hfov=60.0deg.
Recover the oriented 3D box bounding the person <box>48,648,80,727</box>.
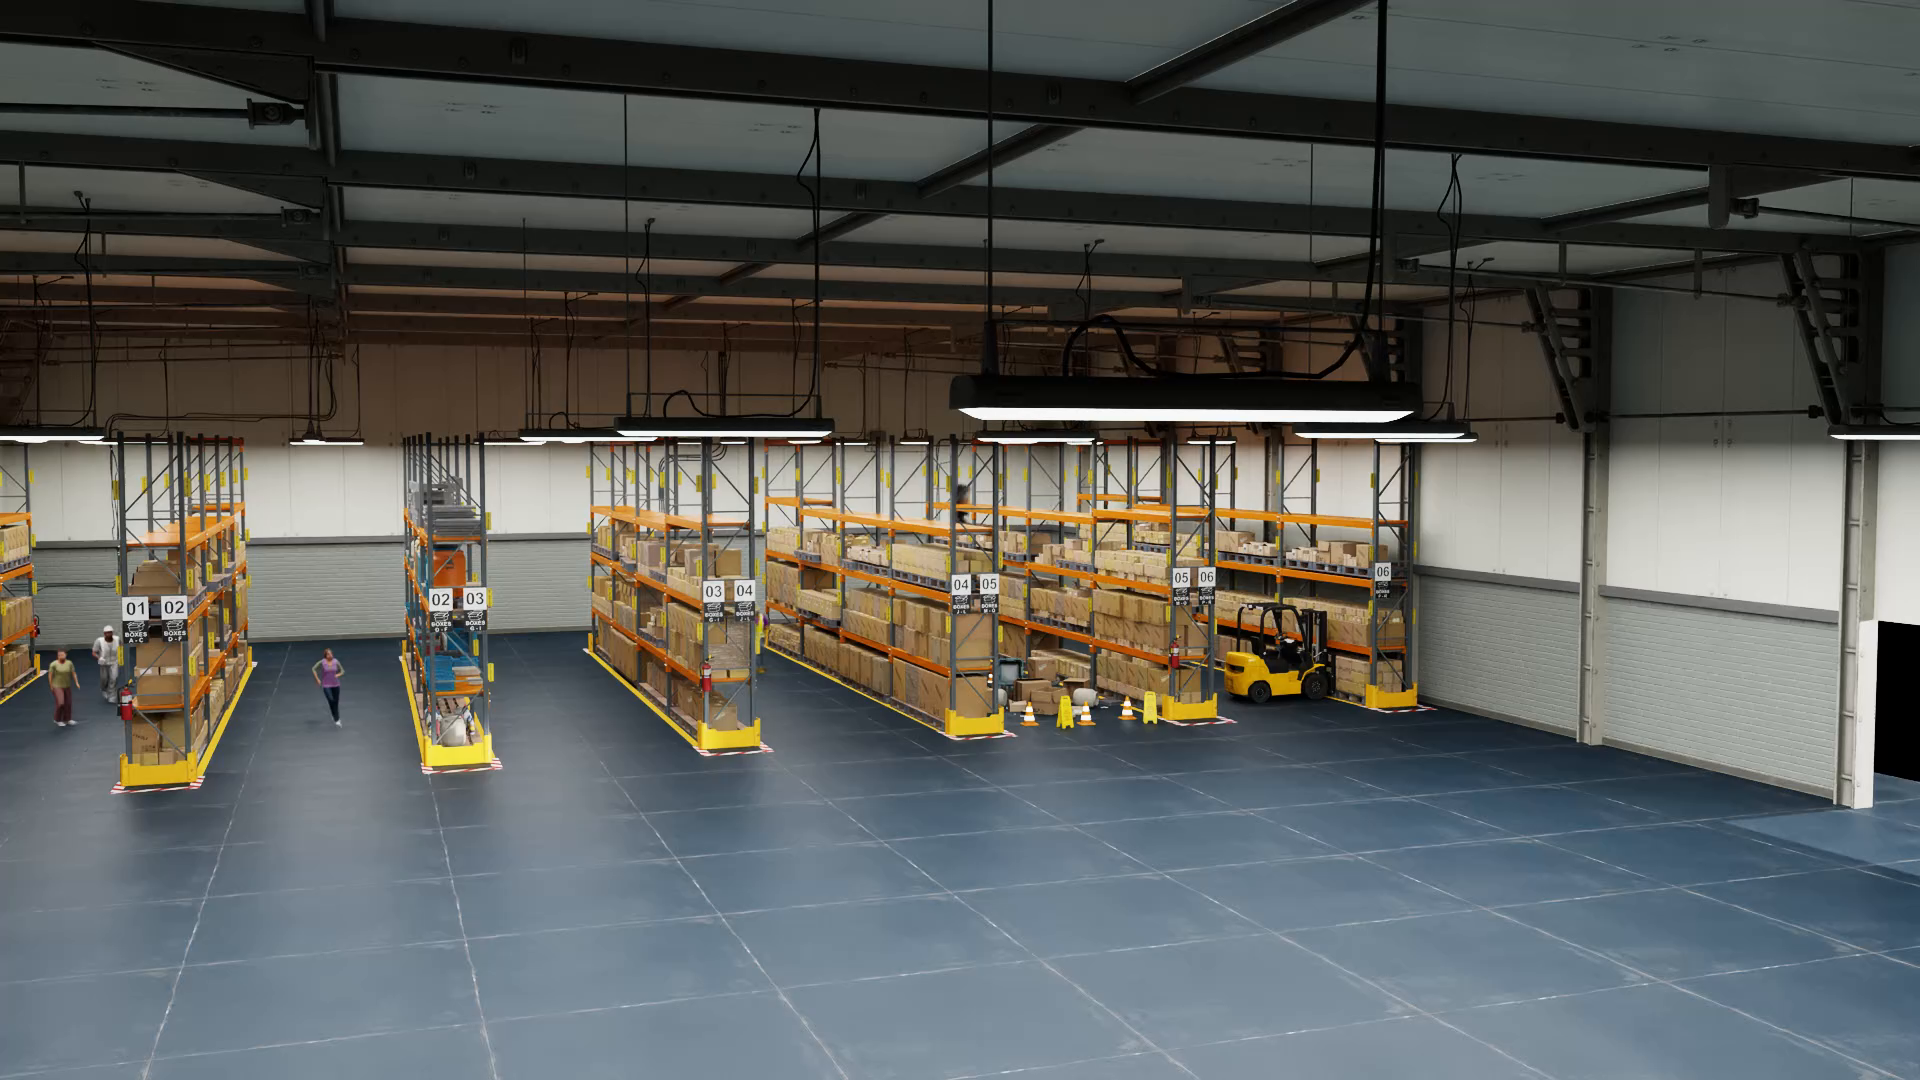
[{"bbox_3d":[-18.419,3.018,34.142,0.583,1.639,0.544,2,4,31],"label":"person"}]

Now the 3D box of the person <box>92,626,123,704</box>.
[{"bbox_3d":[-19.163,2.783,37.409,0.685,1.740,0.875,-2,4,-33],"label":"person"}]

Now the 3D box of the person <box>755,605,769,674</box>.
[{"bbox_3d":[-5.169,2.496,42.177,0.696,1.738,0.870,-2,4,-27],"label":"person"}]

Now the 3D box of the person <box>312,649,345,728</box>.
[{"bbox_3d":[-12.953,3.027,34.152,0.606,1.614,0.781,-2,4,-34],"label":"person"}]
